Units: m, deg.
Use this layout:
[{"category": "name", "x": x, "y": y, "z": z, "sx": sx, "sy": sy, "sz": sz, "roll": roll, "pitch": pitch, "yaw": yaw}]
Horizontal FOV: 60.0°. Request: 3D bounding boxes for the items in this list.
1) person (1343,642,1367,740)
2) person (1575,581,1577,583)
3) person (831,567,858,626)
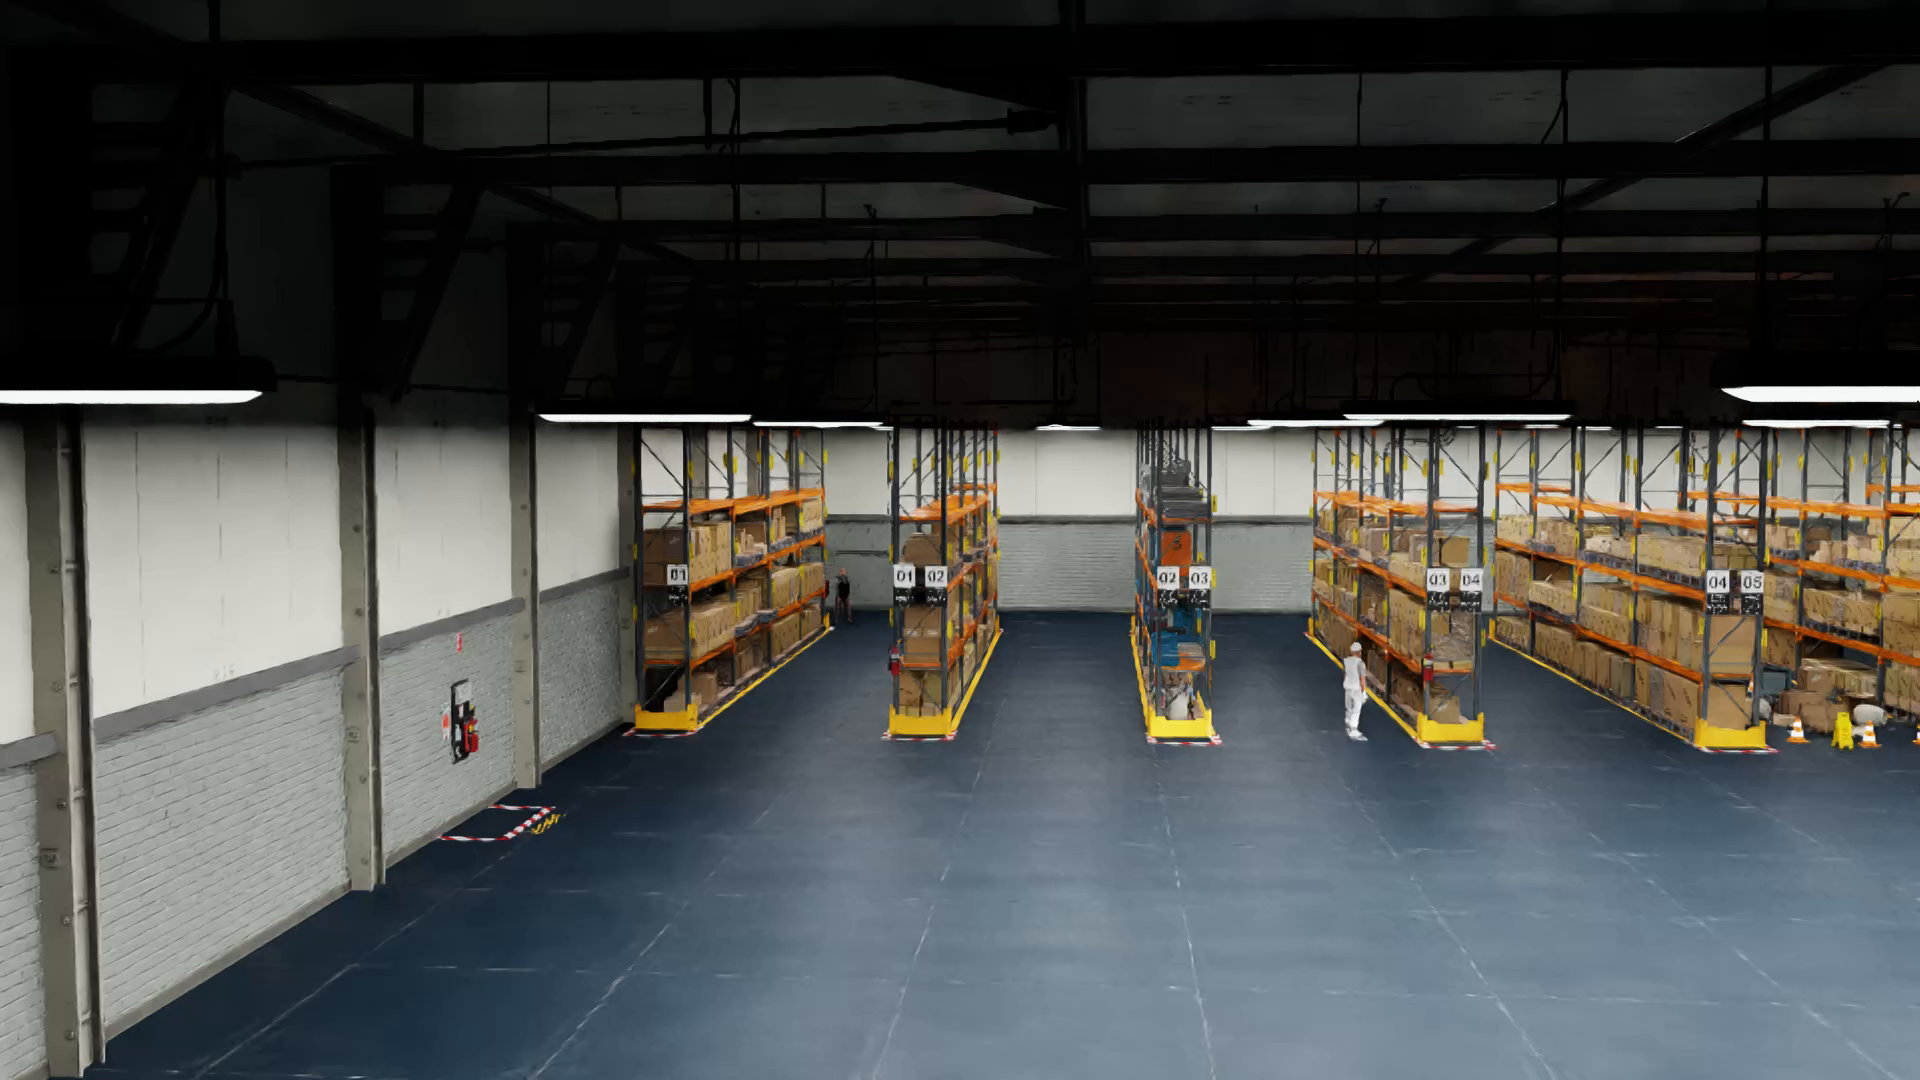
[{"category": "person", "x": 7.370, "y": 2.789, "z": 30.920, "sx": 0.468, "sy": 1.794, "sz": 0.625, "roll": -2, "pitch": 4, "yaw": -25}, {"category": "person", "x": 16.851, "y": 1.866, "z": 45.583, "sx": 0.407, "sy": 1.733, "sz": 0.648, "roll": -1, "pitch": 4, "yaw": -14}, {"category": "person", "x": -3.436, "y": 1.658, "z": 48.977, "sx": 0.563, "sy": 1.712, "sz": 0.737, "roll": 3, "pitch": 5, "yaw": 39}]
